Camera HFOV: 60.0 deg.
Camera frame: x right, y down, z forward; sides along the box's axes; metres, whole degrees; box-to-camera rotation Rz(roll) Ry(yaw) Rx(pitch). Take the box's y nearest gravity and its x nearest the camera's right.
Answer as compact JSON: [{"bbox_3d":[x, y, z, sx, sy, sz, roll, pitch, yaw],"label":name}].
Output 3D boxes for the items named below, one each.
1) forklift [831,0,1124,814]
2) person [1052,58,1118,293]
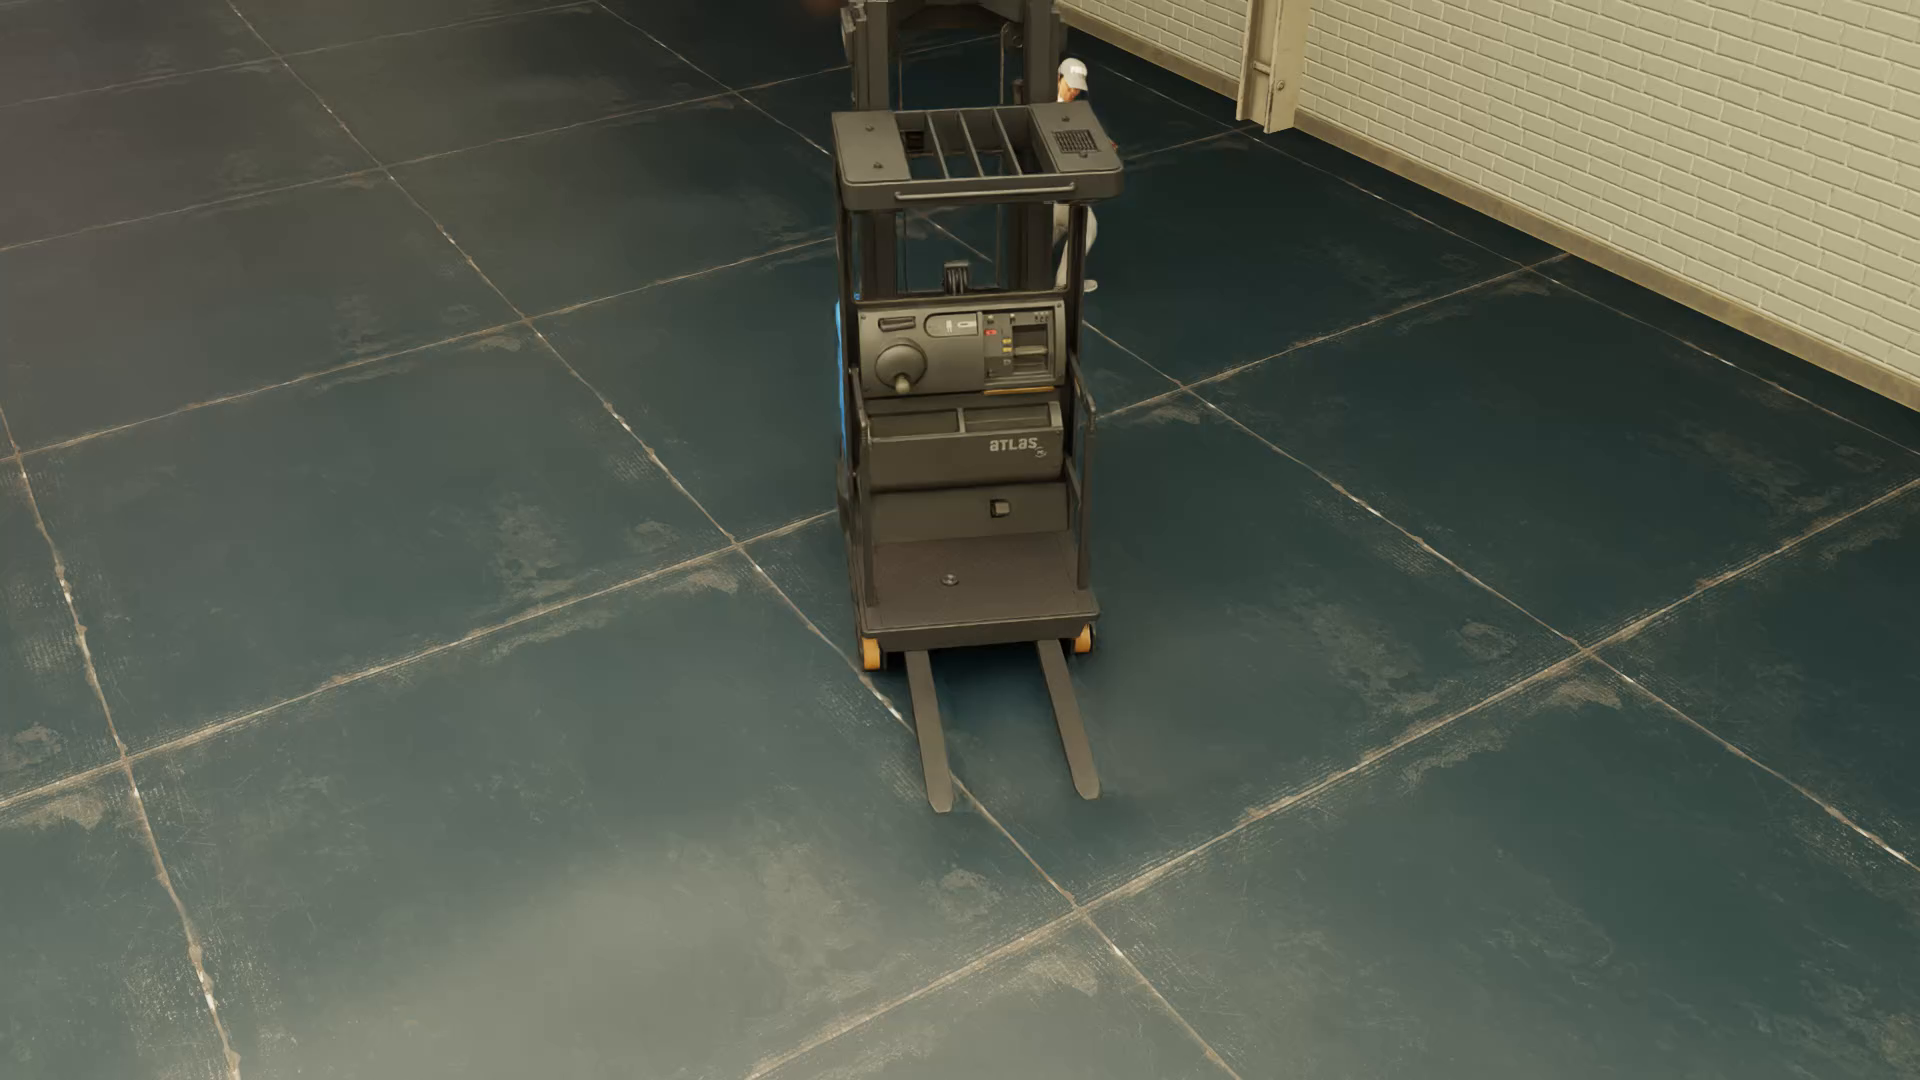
[{"bbox_3d":[0.042,-0.800,7.286,1.130,2.935,3.031,-4,35,-6],"label":"forklift"},{"bbox_3d":[0.720,-2.299,10.619,0.743,1.554,0.779,-9,36,-12],"label":"person"}]
